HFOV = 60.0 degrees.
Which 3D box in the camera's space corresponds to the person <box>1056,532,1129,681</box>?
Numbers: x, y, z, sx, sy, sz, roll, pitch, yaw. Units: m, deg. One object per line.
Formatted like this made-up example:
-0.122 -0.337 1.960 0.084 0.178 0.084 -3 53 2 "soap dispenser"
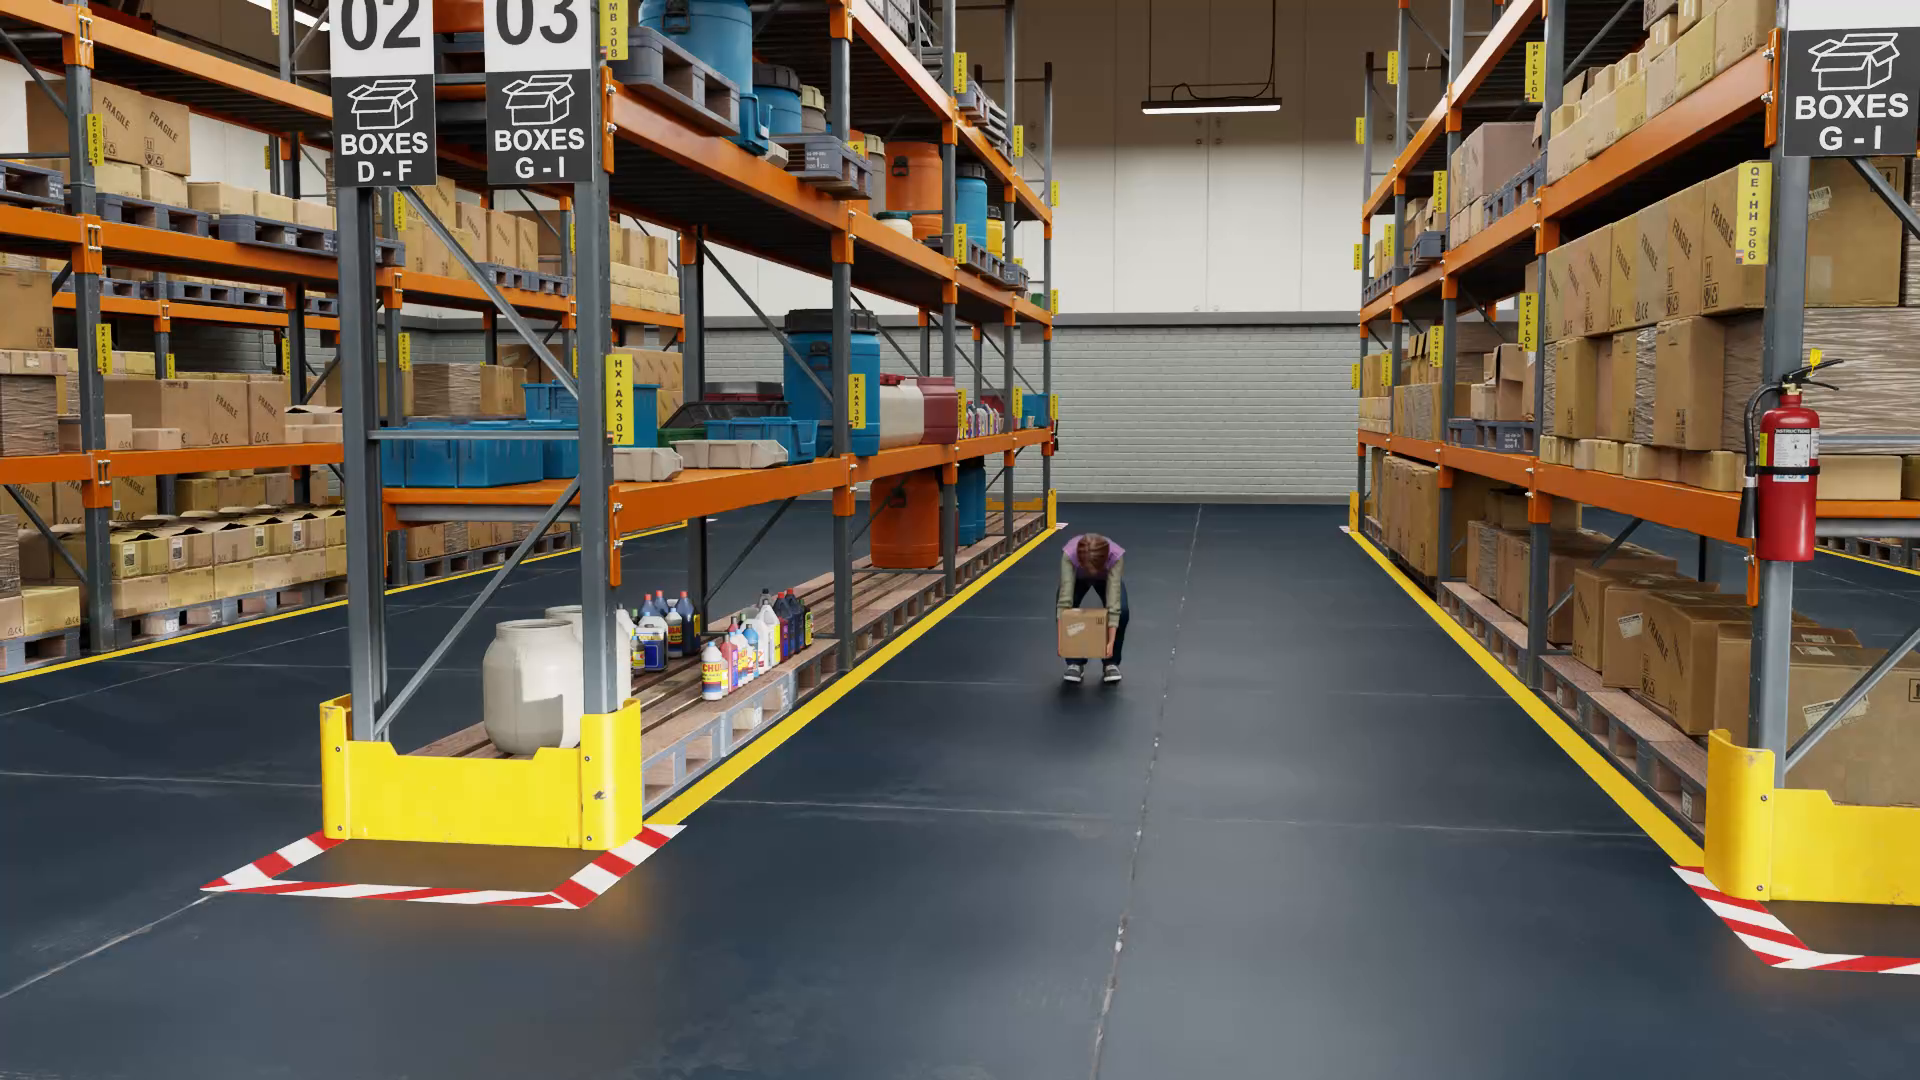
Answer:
0.769 0.387 9.670 0.428 0.902 0.857 1 5 6 "person"
